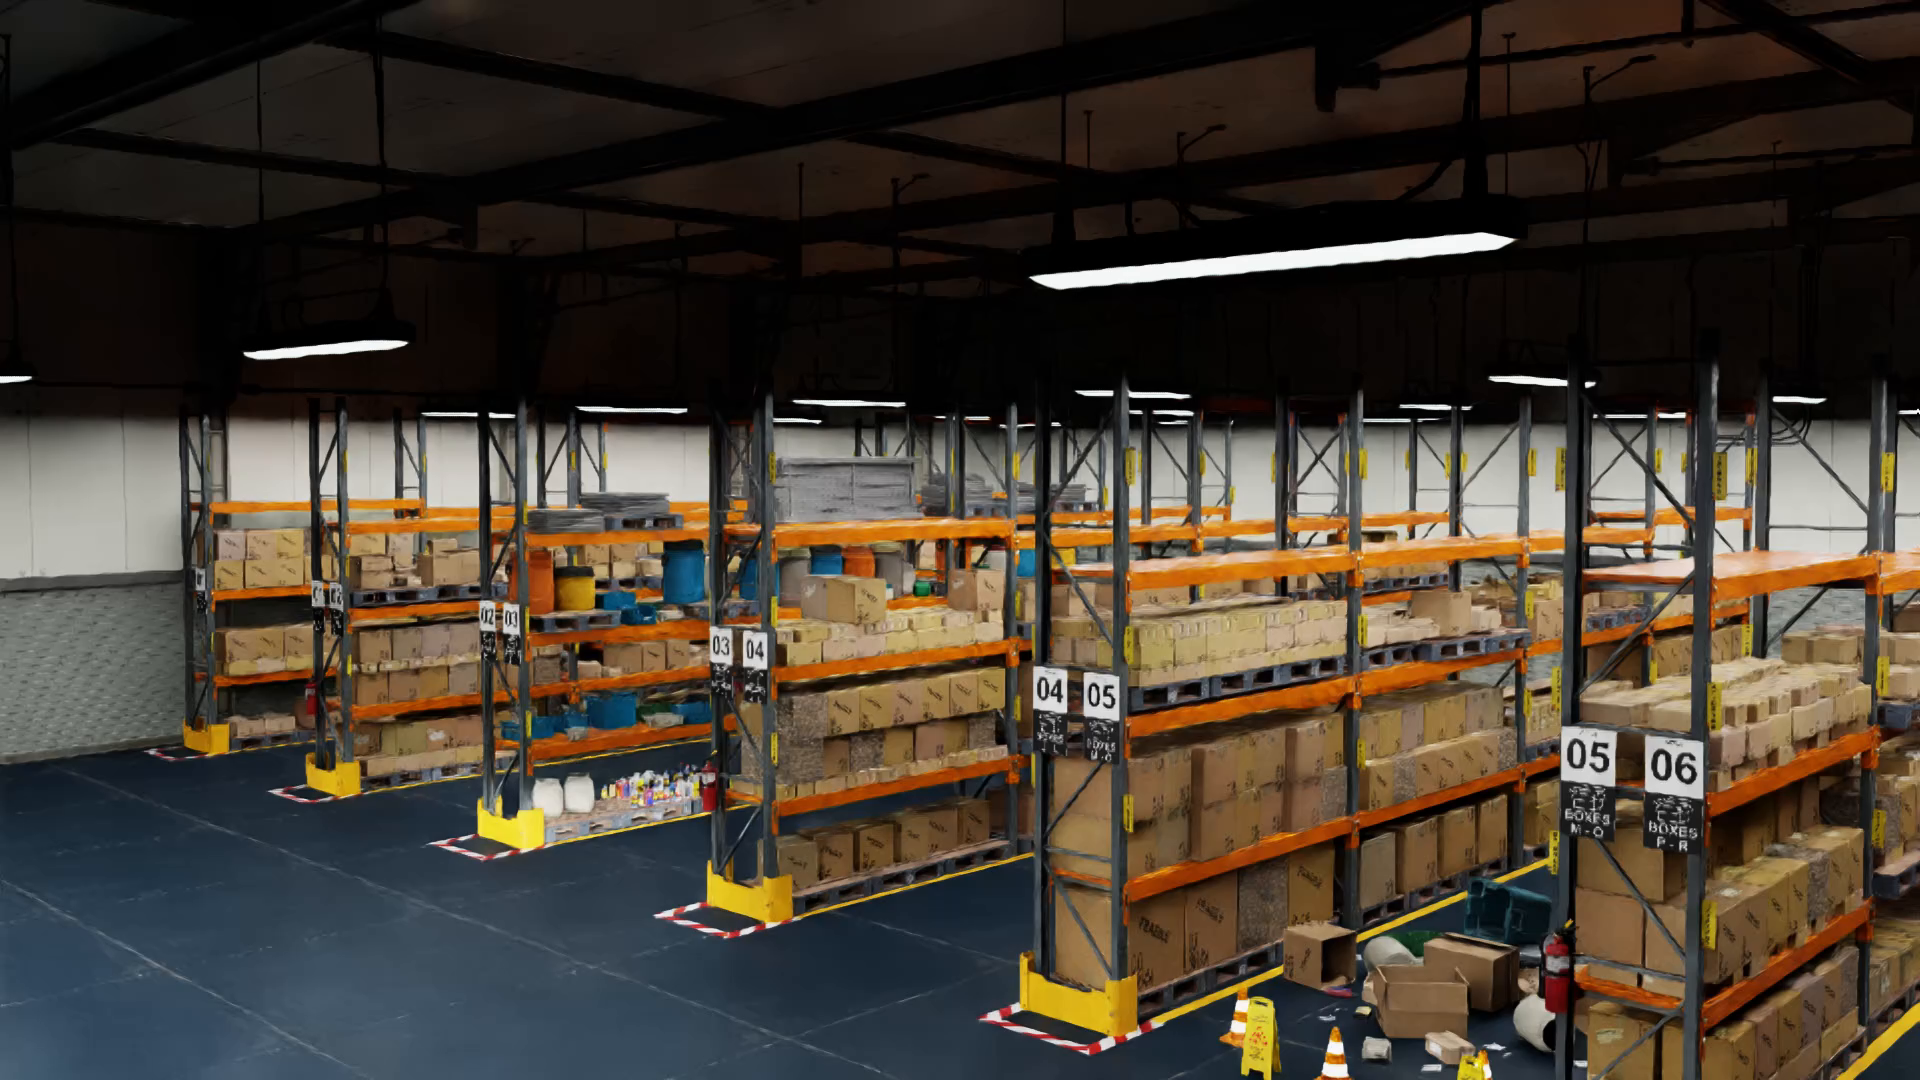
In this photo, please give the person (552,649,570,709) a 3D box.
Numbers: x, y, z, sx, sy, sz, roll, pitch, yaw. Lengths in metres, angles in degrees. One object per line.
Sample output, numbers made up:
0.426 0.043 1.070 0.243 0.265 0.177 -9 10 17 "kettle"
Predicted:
-7.675 2.657 31.669 0.537 1.665 1.028 2 4 35 "person"
